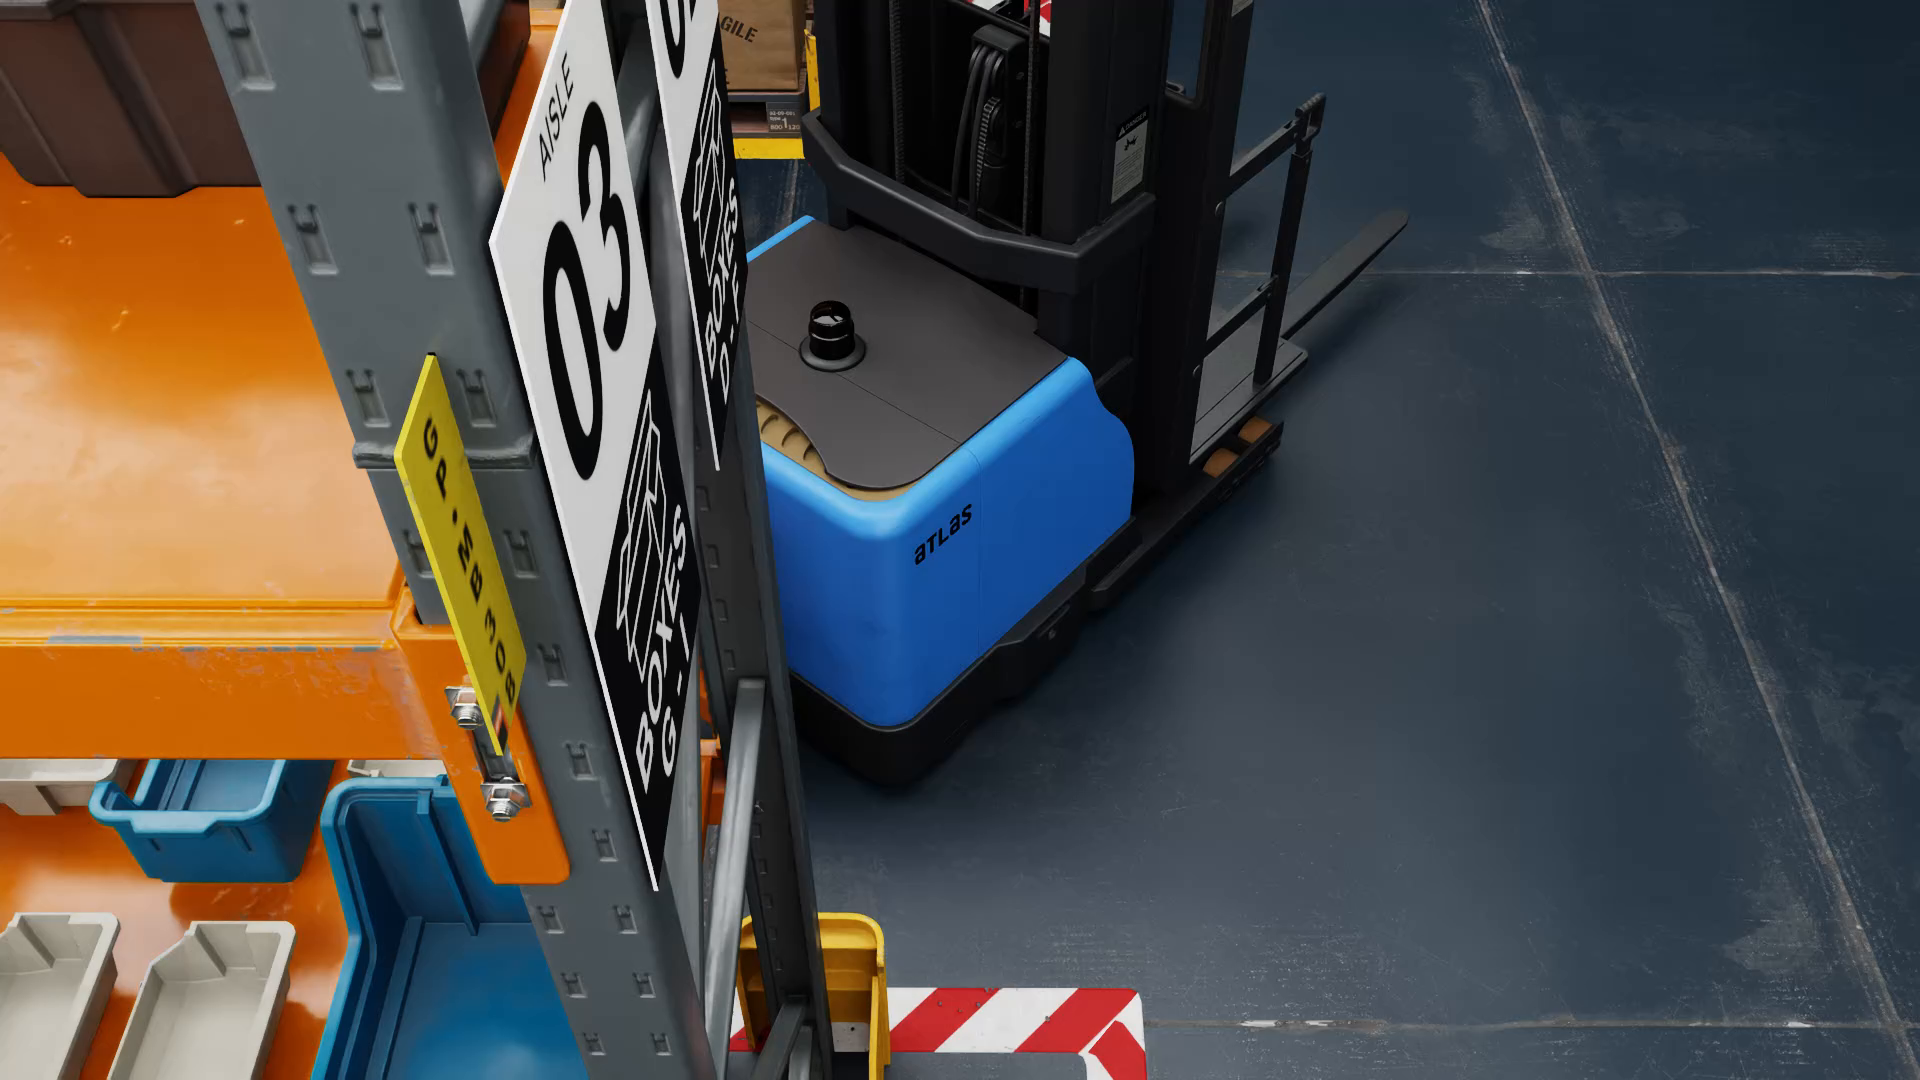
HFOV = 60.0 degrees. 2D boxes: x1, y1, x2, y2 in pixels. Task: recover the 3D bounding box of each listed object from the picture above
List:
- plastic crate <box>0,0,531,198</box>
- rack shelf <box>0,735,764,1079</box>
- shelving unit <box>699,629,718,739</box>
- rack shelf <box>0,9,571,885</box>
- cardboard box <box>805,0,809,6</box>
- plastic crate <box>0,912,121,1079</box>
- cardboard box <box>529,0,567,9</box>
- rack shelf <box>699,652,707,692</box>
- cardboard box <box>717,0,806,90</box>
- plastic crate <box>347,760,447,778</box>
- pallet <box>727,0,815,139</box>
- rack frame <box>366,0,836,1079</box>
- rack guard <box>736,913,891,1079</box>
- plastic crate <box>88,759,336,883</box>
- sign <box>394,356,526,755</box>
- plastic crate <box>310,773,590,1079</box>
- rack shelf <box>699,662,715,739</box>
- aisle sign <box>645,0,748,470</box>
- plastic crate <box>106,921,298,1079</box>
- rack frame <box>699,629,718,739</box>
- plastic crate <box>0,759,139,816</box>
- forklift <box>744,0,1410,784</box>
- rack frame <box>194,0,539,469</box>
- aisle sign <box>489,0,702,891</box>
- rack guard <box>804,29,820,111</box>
[{"bbox_3d":[-0.754,-0.578,1.779,0.590,0.269,0.497,0,47,0],"label":"plastic crate"},{"bbox_3d":[-2.370,0.845,2.906,4.000,0.370,1.077,0,47,0],"label":"rack shelf"},{"bbox_3d":[-0.692,0.190,4.356,0.252,1.050,0.215,31,54,26],"label":"shelving unit"},{"bbox_3d":[-2.370,-0.177,1.808,4.000,0.370,1.077,0,47,0],"label":"rack shelf"},{"bbox_3d":[-0.765,-2.452,7.130,0.250,0.149,0.380,0,47,0],"label":"cardboard box"},{"bbox_3d":[-1.476,0.793,2.602,0.243,0.136,0.396,0,47,0],"label":"plastic crate"},{"bbox_3d":[-1.842,-2.080,6.714,0.500,0.250,0.500,0,47,0],"label":"cardboard box"},{"bbox_3d":[-0.692,0.198,4.363,0.240,0.259,0.215,31,54,26],"label":"rack shelf"},{"bbox_3d":[-0.892,-2.140,6.600,0.500,0.500,0.500,0,47,0],"label":"cardboard box"},{"bbox_3d":[-0.936,0.371,2.994,0.298,0.136,0.250,0,47,0],"label":"plastic crate"},{"bbox_3d":[-1.221,-2.072,7.035,1.213,0.211,1.003,0,47,0],"label":"pallet"},{"bbox_3d":[-0.370,0.605,2.638,0.127,3.000,1.000,0,47,0],"label":"rack frame"},{"bbox_3d":[-0.346,1.447,3.562,0.348,0.500,1.175,0,47,0],"label":"rack guard"},{"bbox_3d":[-1.274,0.398,2.904,0.300,0.233,0.416,0,47,0],"label":"plastic crate"},{"bbox_3d":[-0.356,0.021,1.203,0.005,0.325,0.100,0,47,0],"label":"sign"},{"bbox_3d":[-0.705,0.708,2.476,0.499,0.435,0.616,0,47,0],"label":"plastic crate"},{"bbox_3d":[-0.692,0.387,4.567,0.240,0.259,0.215,31,54,26],"label":"rack shelf"},{"bbox_3d":[-0.297,-0.498,1.888,0.004,0.787,0.394,0,47,0],"label":"aisle sign"},{"bbox_3d":[-1.186,0.805,2.591,0.243,0.136,0.396,0,47,0],"label":"plastic crate"},{"bbox_3d":[-0.598,0.247,4.303,0.008,1.050,0.200,31,54,26],"label":"rack frame"},{"bbox_3d":[-1.614,0.369,2.996,0.298,0.136,0.250,0,47,0],"label":"plastic crate"},{"bbox_3d":[0.403,-1.346,4.500,1.130,2.935,3.031,32,55,26],"label":"forklift"},{"bbox_3d":[-0.370,-1.439,0.442,0.127,3.000,1.000,0,47,0],"label":"rack frame"},{"bbox_3d":[-0.299,-0.066,1.486,0.004,0.787,0.394,0,47,0],"label":"aisle sign"},{"bbox_3d":[-0.424,-2.169,6.928,0.348,0.500,1.175,0,47,0],"label":"rack guard"}]
